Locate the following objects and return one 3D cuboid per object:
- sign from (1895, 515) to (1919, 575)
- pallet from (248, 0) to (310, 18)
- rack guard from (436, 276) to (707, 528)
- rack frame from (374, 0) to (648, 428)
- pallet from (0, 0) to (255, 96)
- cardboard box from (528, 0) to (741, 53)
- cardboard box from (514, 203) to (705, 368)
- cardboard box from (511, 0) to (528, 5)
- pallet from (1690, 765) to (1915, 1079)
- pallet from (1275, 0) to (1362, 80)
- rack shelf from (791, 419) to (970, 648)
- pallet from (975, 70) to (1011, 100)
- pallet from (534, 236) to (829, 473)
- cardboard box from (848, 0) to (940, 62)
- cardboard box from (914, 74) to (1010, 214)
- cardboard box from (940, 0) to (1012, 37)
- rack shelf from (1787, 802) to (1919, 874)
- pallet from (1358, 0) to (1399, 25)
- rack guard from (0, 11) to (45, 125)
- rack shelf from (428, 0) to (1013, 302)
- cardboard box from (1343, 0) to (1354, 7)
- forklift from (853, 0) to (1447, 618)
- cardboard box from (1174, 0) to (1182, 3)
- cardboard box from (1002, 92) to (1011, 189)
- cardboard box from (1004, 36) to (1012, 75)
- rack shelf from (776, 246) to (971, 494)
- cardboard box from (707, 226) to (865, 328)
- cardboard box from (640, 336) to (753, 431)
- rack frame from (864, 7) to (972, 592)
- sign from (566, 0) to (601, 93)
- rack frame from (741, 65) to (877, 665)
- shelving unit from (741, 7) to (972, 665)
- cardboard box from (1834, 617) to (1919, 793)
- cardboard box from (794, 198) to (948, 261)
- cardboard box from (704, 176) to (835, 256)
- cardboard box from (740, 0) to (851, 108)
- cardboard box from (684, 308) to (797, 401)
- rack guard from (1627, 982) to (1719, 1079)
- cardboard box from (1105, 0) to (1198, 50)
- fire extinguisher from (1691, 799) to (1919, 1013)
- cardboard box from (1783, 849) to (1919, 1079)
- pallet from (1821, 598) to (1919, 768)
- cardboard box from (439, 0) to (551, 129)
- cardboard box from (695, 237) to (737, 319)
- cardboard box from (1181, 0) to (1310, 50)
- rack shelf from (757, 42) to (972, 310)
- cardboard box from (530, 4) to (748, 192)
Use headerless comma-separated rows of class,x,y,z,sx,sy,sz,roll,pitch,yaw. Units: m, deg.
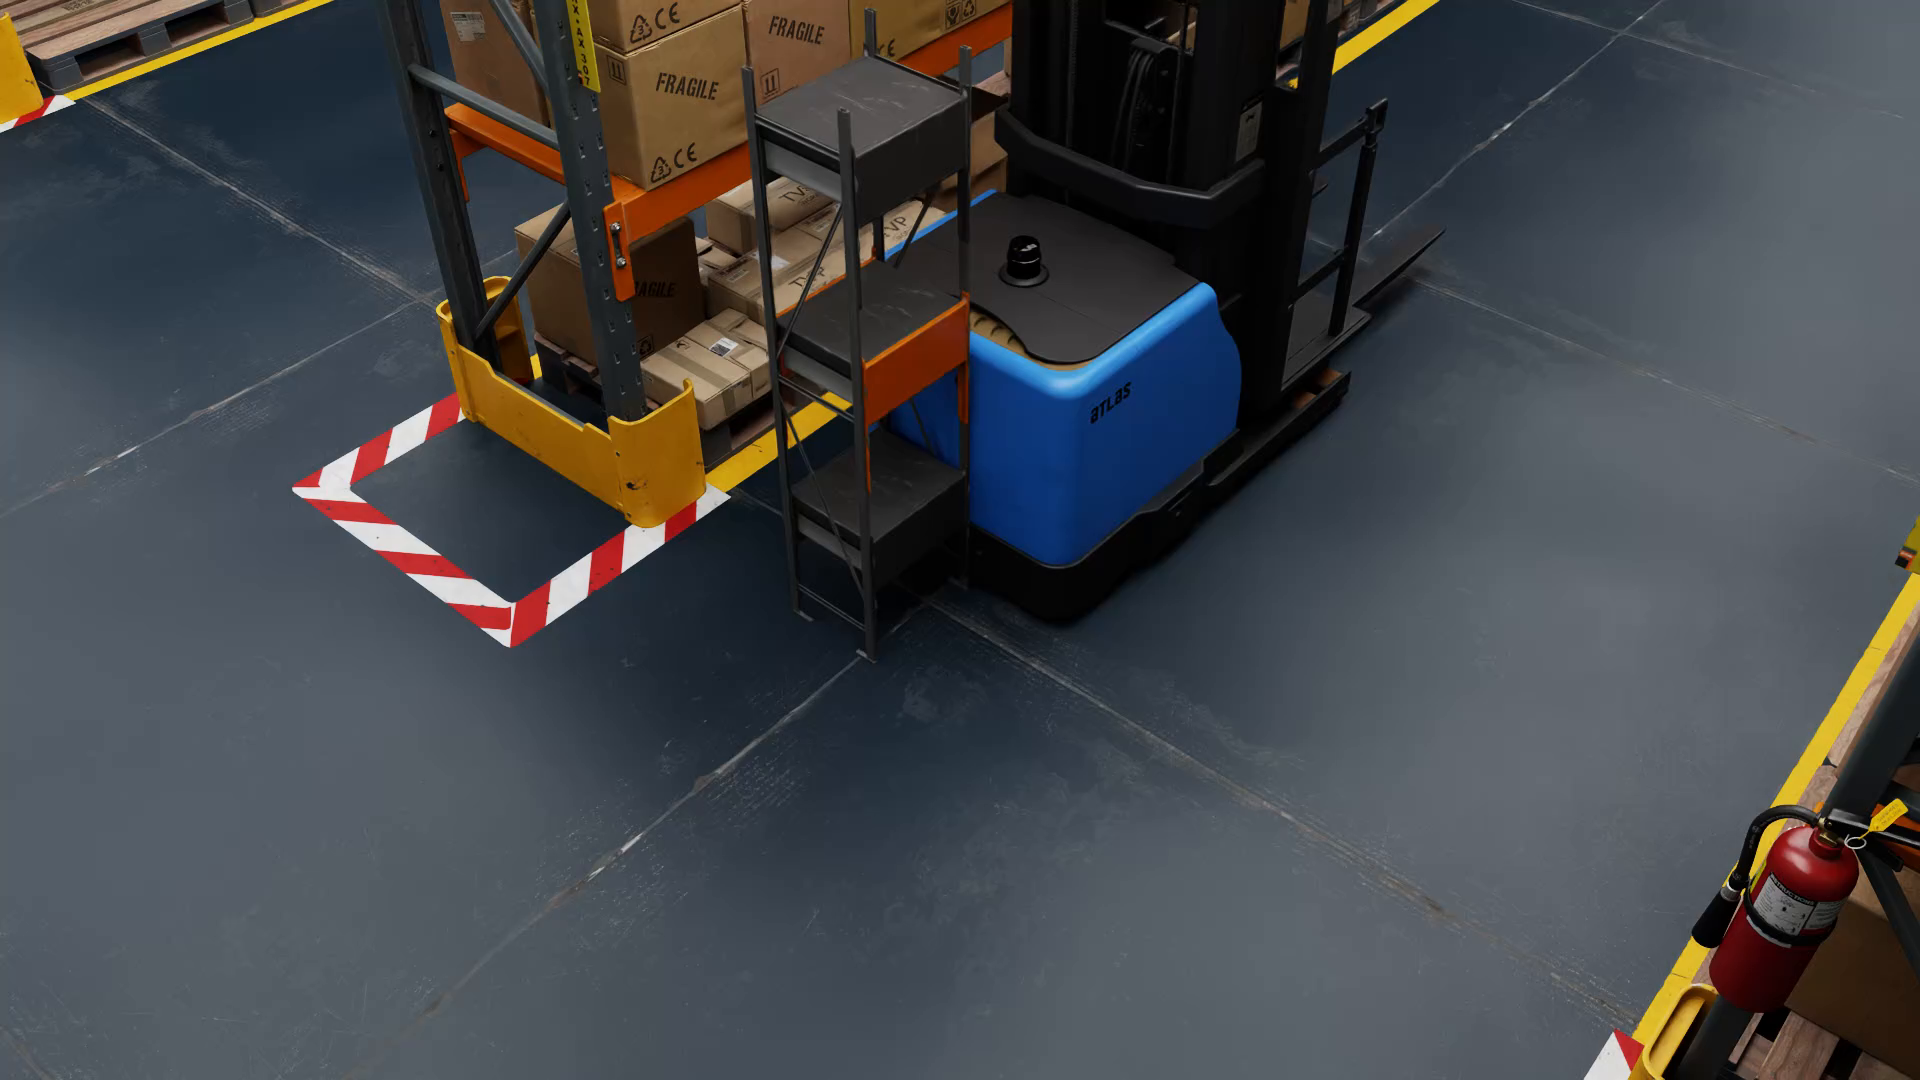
sign,1.823,-0.053,3.042,0.100,0.325,0.005,29,50,28
pallet,-4.008,-3.586,10.037,1.003,0.211,1.213,29,50,28
rack guard,-1.516,-0.552,6.486,1.175,0.500,0.348,29,50,28
rack frame,-1.565,-1.438,5.602,1.000,3.000,0.127,29,50,28
pallet,-4.793,-2.961,9.349,1.003,0.211,1.213,29,50,28
cardboard box,-1.078,-1.959,5.357,0.500,0.500,0.500,31,51,30
cardboard box,-1.404,-1.062,6.720,0.500,0.500,0.500,29,50,28
cardboard box,-1.489,-2.193,5.615,0.500,0.500,0.500,29,50,28
pallet,2.684,1.291,4.673,1.003,0.211,1.213,29,50,28
pallet,1.504,-2.901,9.284,1.003,0.211,1.213,29,50,28
rack shelf,-0.283,-0.029,5.782,0.431,0.518,0.480,30,50,29
pallet,0.567,-2.113,8.417,1.003,0.211,1.213,29,50,28
pallet,-1.004,-0.856,7.035,1.003,0.211,1.213,29,50,28
cardboard box,-0.424,-2.114,6.271,0.500,0.500,0.500,29,50,28
cardboard box,-0.196,-1.767,7.492,0.797,0.503,0.637,29,50,28
cardboard box,-0.101,-2.371,6.554,0.500,0.500,0.500,30,50,29
rack shelf,3.516,-0.059,4.620,1.077,0.370,4.000,29,50,28
pallet,2.289,-3.532,9.978,1.003,0.211,1.213,29,50,28
rack guard,-5.359,-2.642,8.784,1.175,0.500,0.348,29,50,28
rack shelf,-0.278,-2.202,6.976,1.077,0.370,4.000,29,50,28
cardboard box,1.842,-3.159,9.025,0.500,0.500,0.500,30,50,29
forklift,0.948,-1.726,5.969,1.130,2.935,3.031,30,50,29
cardboard box,1.108,-3.114,8.976,0.500,0.500,0.500,29,50,28
cardboard box,0.377,-1.863,7.741,0.500,0.311,0.500,29,50,28
cardboard box,0.574,-2.543,8.489,0.500,0.311,0.500,29,50,28
rack shelf,-0.283,-0.547,5.311,0.431,0.518,0.480,30,50,29
cardboard box,-0.676,-0.998,6.835,0.500,0.250,0.500,29,50,28
cardboard box,-1.032,-0.613,6.486,0.380,0.149,0.250,29,50,28
rack frame,-0.123,-0.681,5.438,0.400,2.100,0.015,30,50,29
sign,-1.150,-1.523,5.052,0.100,0.325,0.005,29,50,28
rack frame,-0.444,-0.434,5.166,0.400,2.100,0.015,30,50,29
shelving unit,-0.283,-0.557,5.302,0.431,2.100,0.503,30,50,29
cardboard box,2.549,0.327,3.438,0.980,0.700,0.700,32,51,30
cardboard box,-0.354,-1.255,7.118,0.500,0.250,0.500,29,50,28
cardboard box,-0.769,-1.446,7.328,0.500,0.250,0.500,29,50,28
cardboard box,-0.750,-1.857,5.989,0.500,0.500,0.500,29,50,28
cardboard box,-0.872,-0.748,6.622,0.380,0.166,0.250,29,50,28
rack guard,2.213,1.642,4.072,1.175,0.500,0.348,29,50,28
cardboard box,0.860,-2.319,8.102,0.500,0.500,0.500,29,50,28
fire extinguisher,1.779,0.749,3.531,0.296,0.674,0.183,29,50,28
cardboard box,2.603,1.071,4.389,0.700,0.500,0.500,29,50,28
pallet,3.469,0.666,5.361,1.003,0.211,1.213,29,50,28
cardboard box,-1.485,-1.823,5.951,0.500,0.500,0.500,31,51,30
cardboard box,-1.074,-1.109,7.019,0.380,0.166,0.250,29,50,28
cardboard box,1.507,-2.879,8.718,0.500,0.500,0.500,27,49,27
rack shelf,-0.283,-1.065,4.840,0.431,0.518,0.480,30,50,29
cardboard box,-1.078,-1.589,5.694,0.500,0.500,0.500,31,50,29
